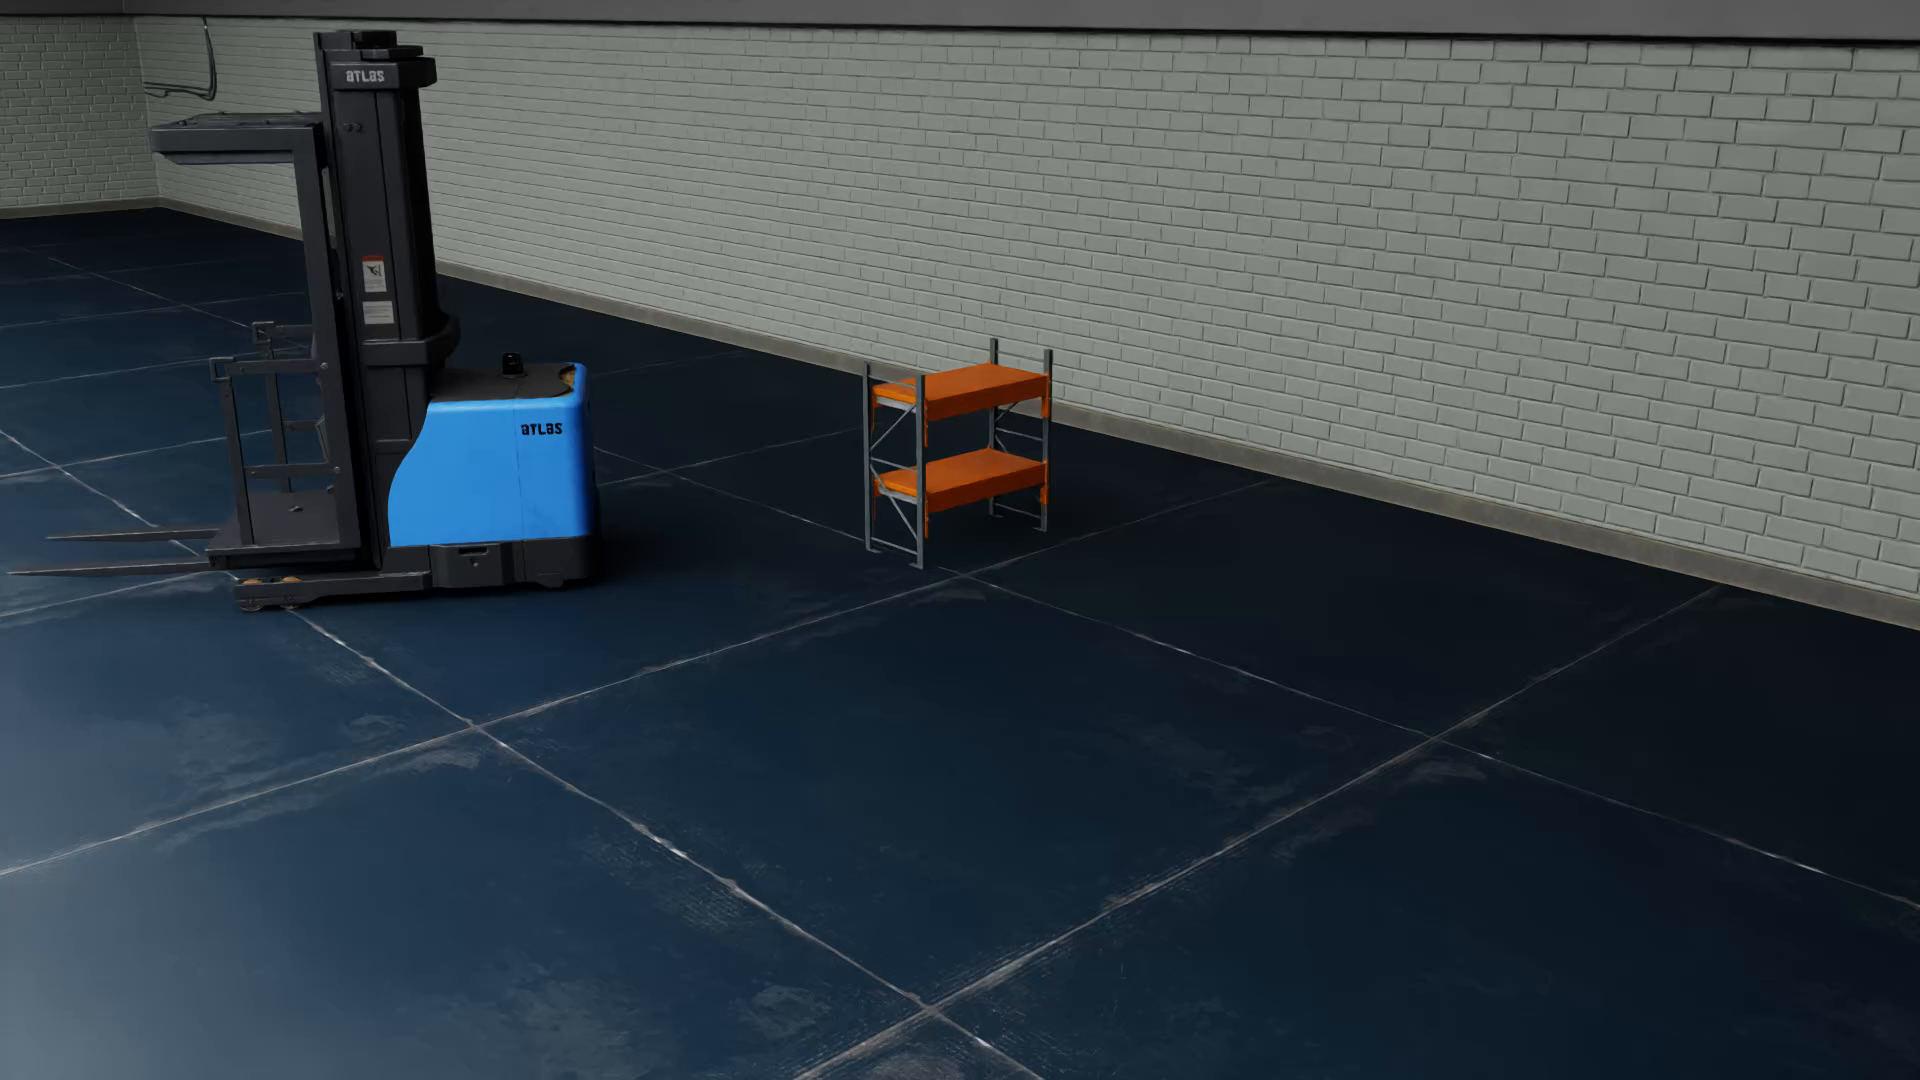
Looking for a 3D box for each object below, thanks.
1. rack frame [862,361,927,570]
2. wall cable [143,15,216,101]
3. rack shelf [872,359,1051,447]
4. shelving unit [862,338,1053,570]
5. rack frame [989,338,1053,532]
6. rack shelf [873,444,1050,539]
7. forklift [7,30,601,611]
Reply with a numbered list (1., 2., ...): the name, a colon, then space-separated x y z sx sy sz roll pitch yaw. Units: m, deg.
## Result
1. rack frame: -0.374 -0.426 9.475 0.032 1.125 0.500 -16 24 -41
2. wall cable: -11.579 -7.710 24.210 0.112 2.526 3.097 -16 24 -41
3. rack shelf: -0.005 -0.812 9.717 1.000 0.278 0.538 -16 24 -41
4. shelving unit: -0.005 -0.534 9.807 1.048 1.125 0.538 -16 24 -41
5. rack frame: 0.364 -0.641 10.139 0.032 1.125 0.500 -16 24 -41
6. rack shelf: -0.005 -0.301 9.882 1.000 0.278 0.538 -16 24 -41
7. forklift: -3.571 -1.193 8.911 3.031 2.935 1.130 -3 18 -10
